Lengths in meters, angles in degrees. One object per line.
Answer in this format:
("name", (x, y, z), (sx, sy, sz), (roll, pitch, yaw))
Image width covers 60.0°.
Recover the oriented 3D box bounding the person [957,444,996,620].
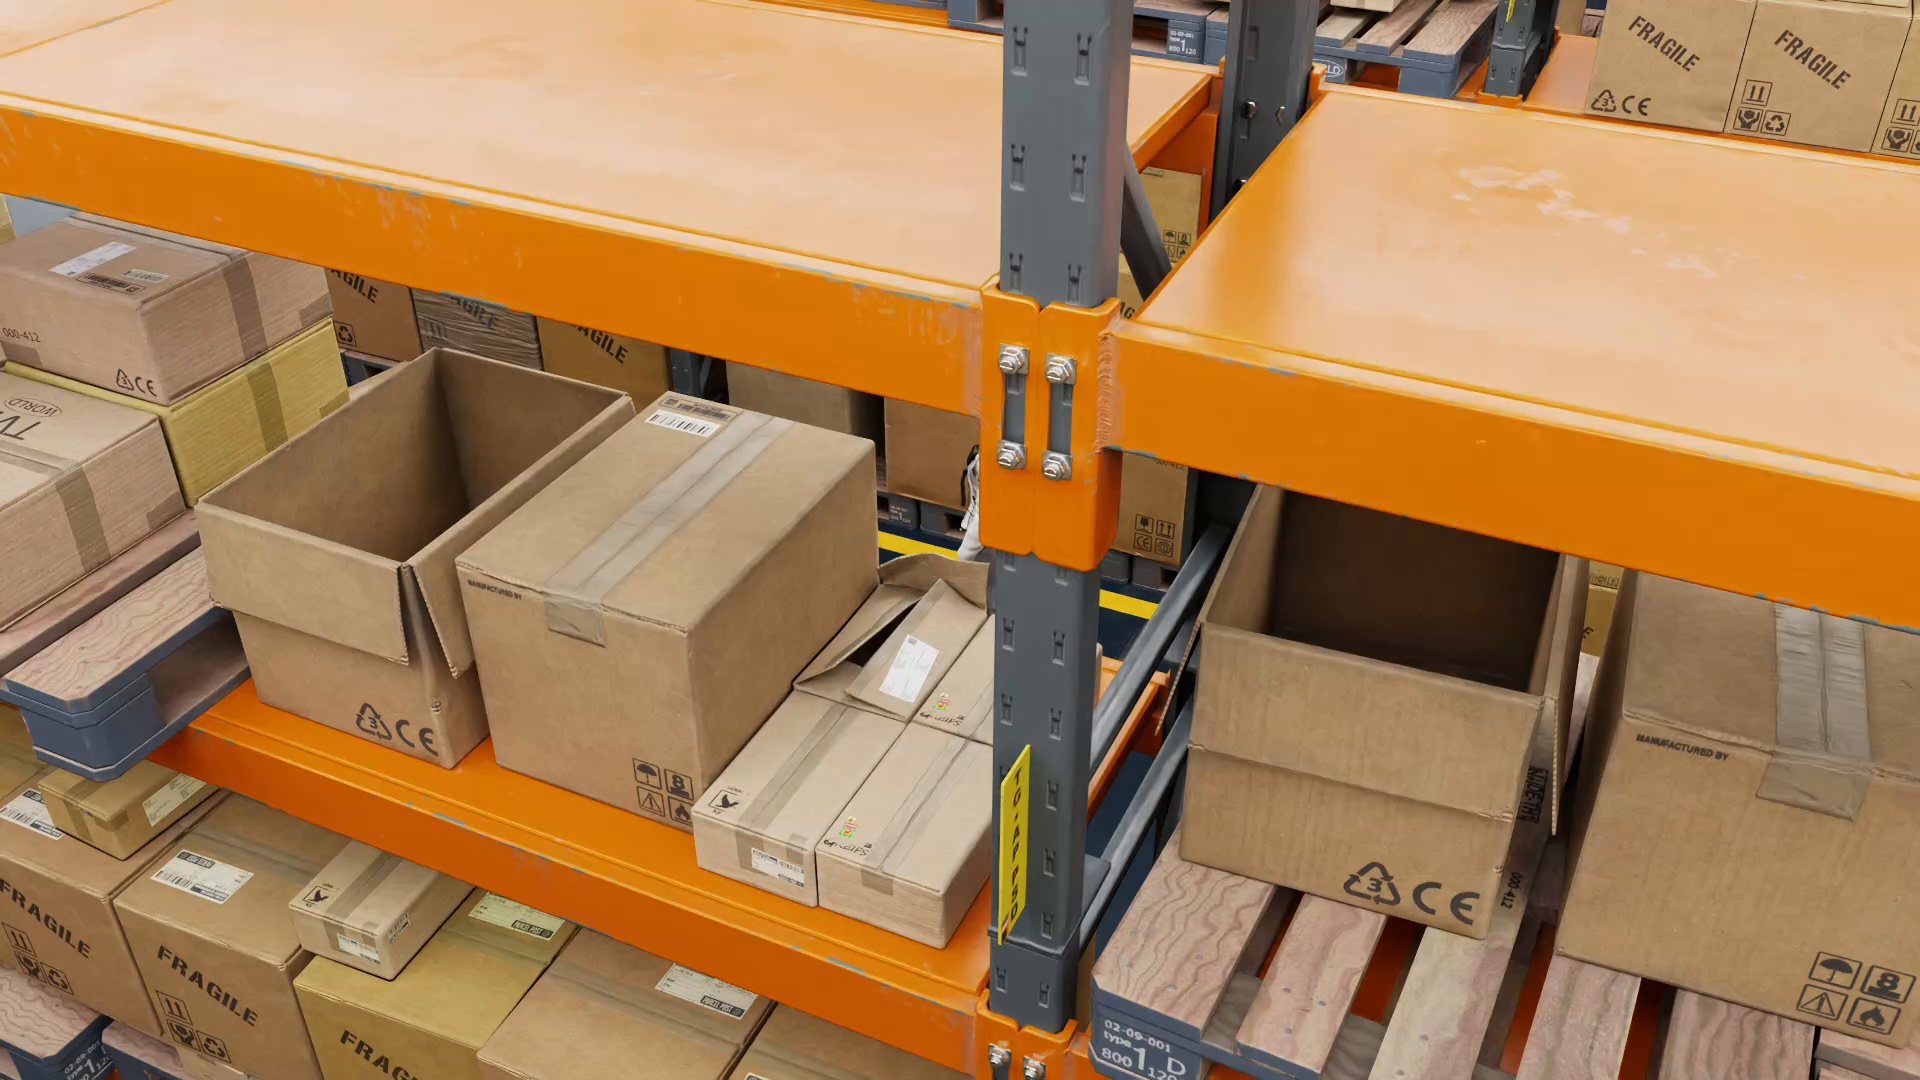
("person", (0.107, -0.051, 7.510), (0.532, 1.696, 0.588), (14, 37, 20))
